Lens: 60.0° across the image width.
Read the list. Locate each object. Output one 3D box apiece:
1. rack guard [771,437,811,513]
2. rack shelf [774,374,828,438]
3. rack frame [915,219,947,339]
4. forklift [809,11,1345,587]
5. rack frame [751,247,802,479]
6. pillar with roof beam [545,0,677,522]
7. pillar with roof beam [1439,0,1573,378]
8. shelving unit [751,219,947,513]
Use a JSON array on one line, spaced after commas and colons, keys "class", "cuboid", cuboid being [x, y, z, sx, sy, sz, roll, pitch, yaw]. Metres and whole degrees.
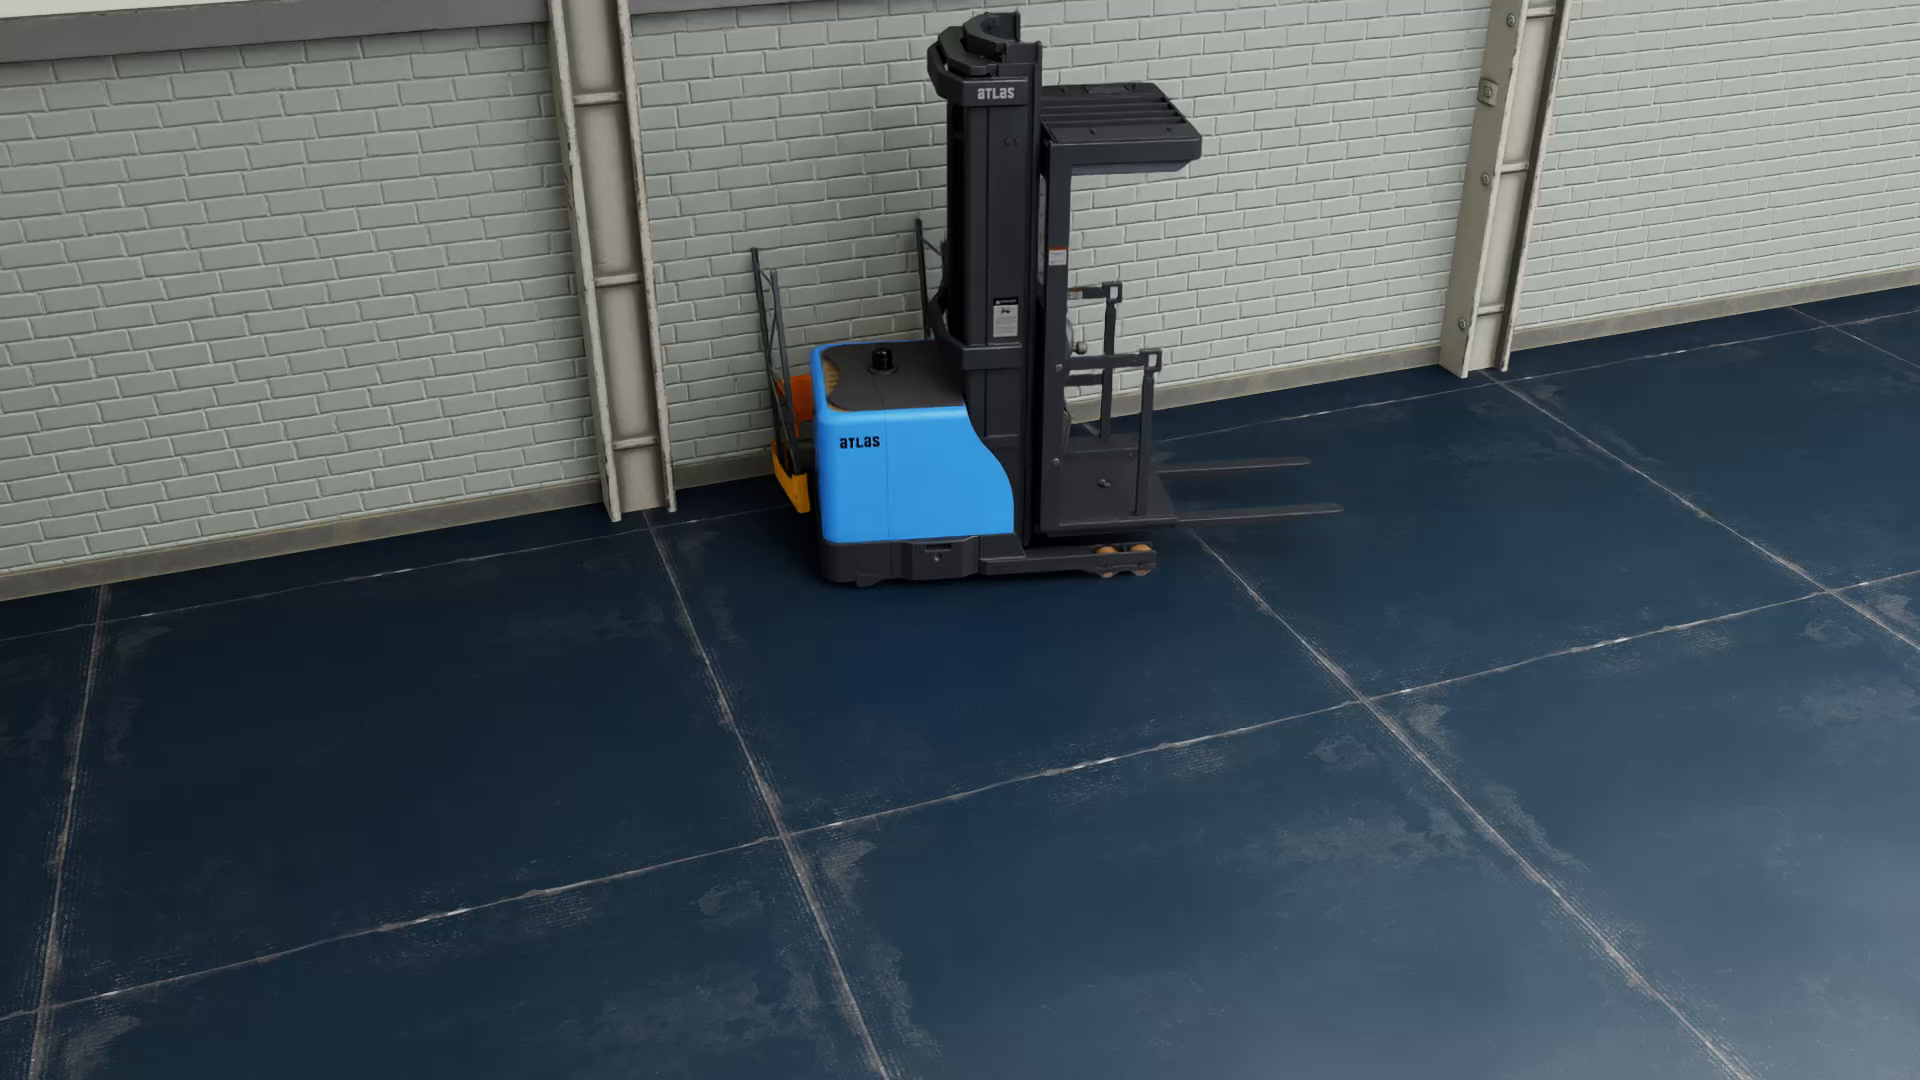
[{"class": "rack guard", "cuboid": [-1.036, -0.401, 10.181, 0.087, 0.250, 0.587, -13, 30, -16]}, {"class": "rack shelf", "cuboid": [-0.589, -0.901, 10.109, 1.000, 0.185, 0.538, -13, 30, -16]}, {"class": "rack frame", "cuboid": [-0.125, -1.169, 10.163, 0.032, 1.500, 0.500, -13, 30, -16]}, {"class": "forklift", "cuboid": [0.680, -1.323, 9.111, 3.031, 2.935, 1.130, -4, 30, -6]}, {"class": "rack frame", "cuboid": [-1.077, -0.949, 9.884, 0.032, 1.500, 0.500, -13, 30, -16]}, {"class": "pillar with roof beam", "cuboid": [-0.448, -2.127, 4.392, 0.400, 9.000, 9.100, -10, 31, -18]}, {"class": "pillar with roof beam", "cuboid": [5.176, -3.162, 6.210, 0.400, 9.000, 9.100, -10, 31, -18]}, {"class": "shelving unit", "cuboid": [-0.609, -1.057, 10.021, 1.083, 1.500, 0.587, -13, 30, -16]}]
